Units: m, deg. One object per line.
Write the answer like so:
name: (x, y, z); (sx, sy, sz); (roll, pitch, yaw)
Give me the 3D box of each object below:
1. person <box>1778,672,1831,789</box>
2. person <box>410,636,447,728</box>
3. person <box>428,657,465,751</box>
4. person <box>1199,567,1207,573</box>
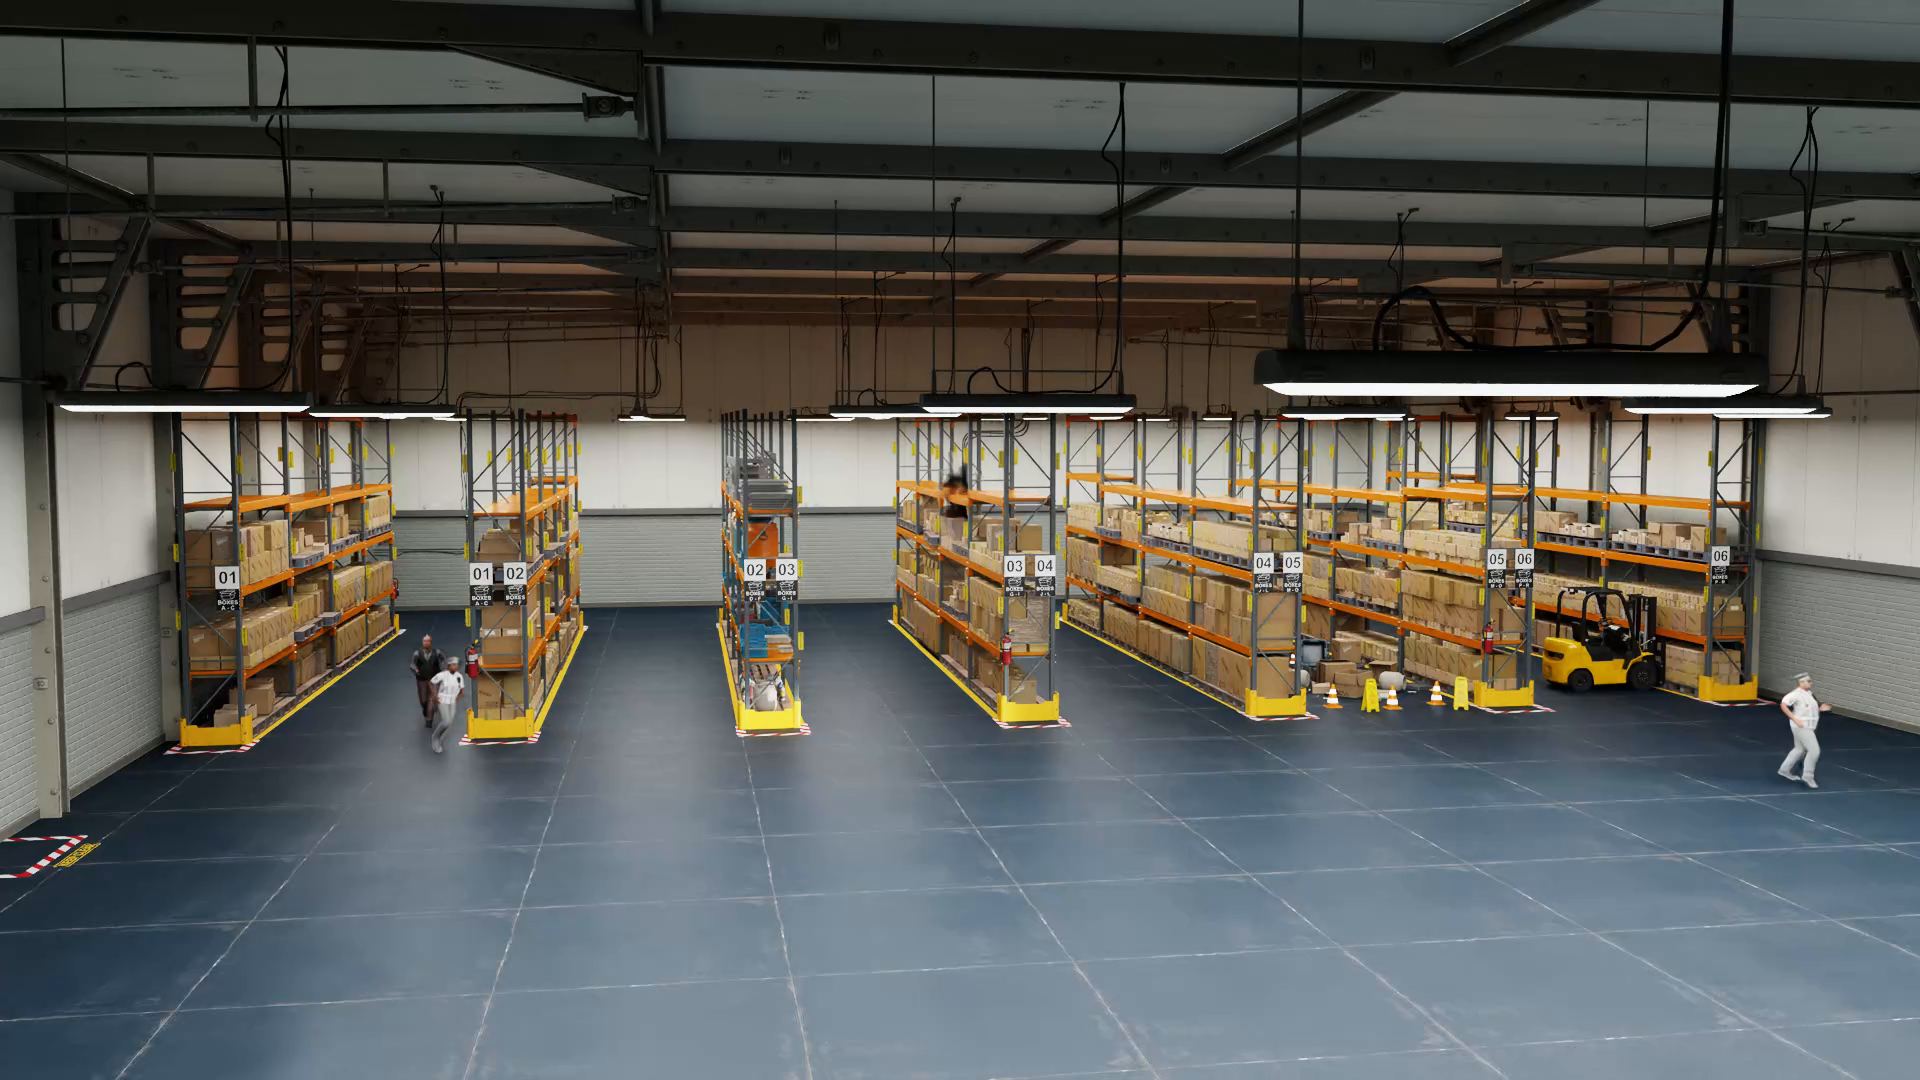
person: (13.371, 3.006, 26.350); (0.745, 1.851, 0.639); (3, 5, 38)
person: (-10.076, 2.673, 31.539); (0.676, 1.689, 0.941); (-1, 4, -13)
person: (-8.963, 2.870, 29.158); (0.559, 1.655, 0.580); (4, 5, 43)
person: (7.302, 1.409, 50.644); (0.511, 1.574, 0.645); (0, 4, -6)
